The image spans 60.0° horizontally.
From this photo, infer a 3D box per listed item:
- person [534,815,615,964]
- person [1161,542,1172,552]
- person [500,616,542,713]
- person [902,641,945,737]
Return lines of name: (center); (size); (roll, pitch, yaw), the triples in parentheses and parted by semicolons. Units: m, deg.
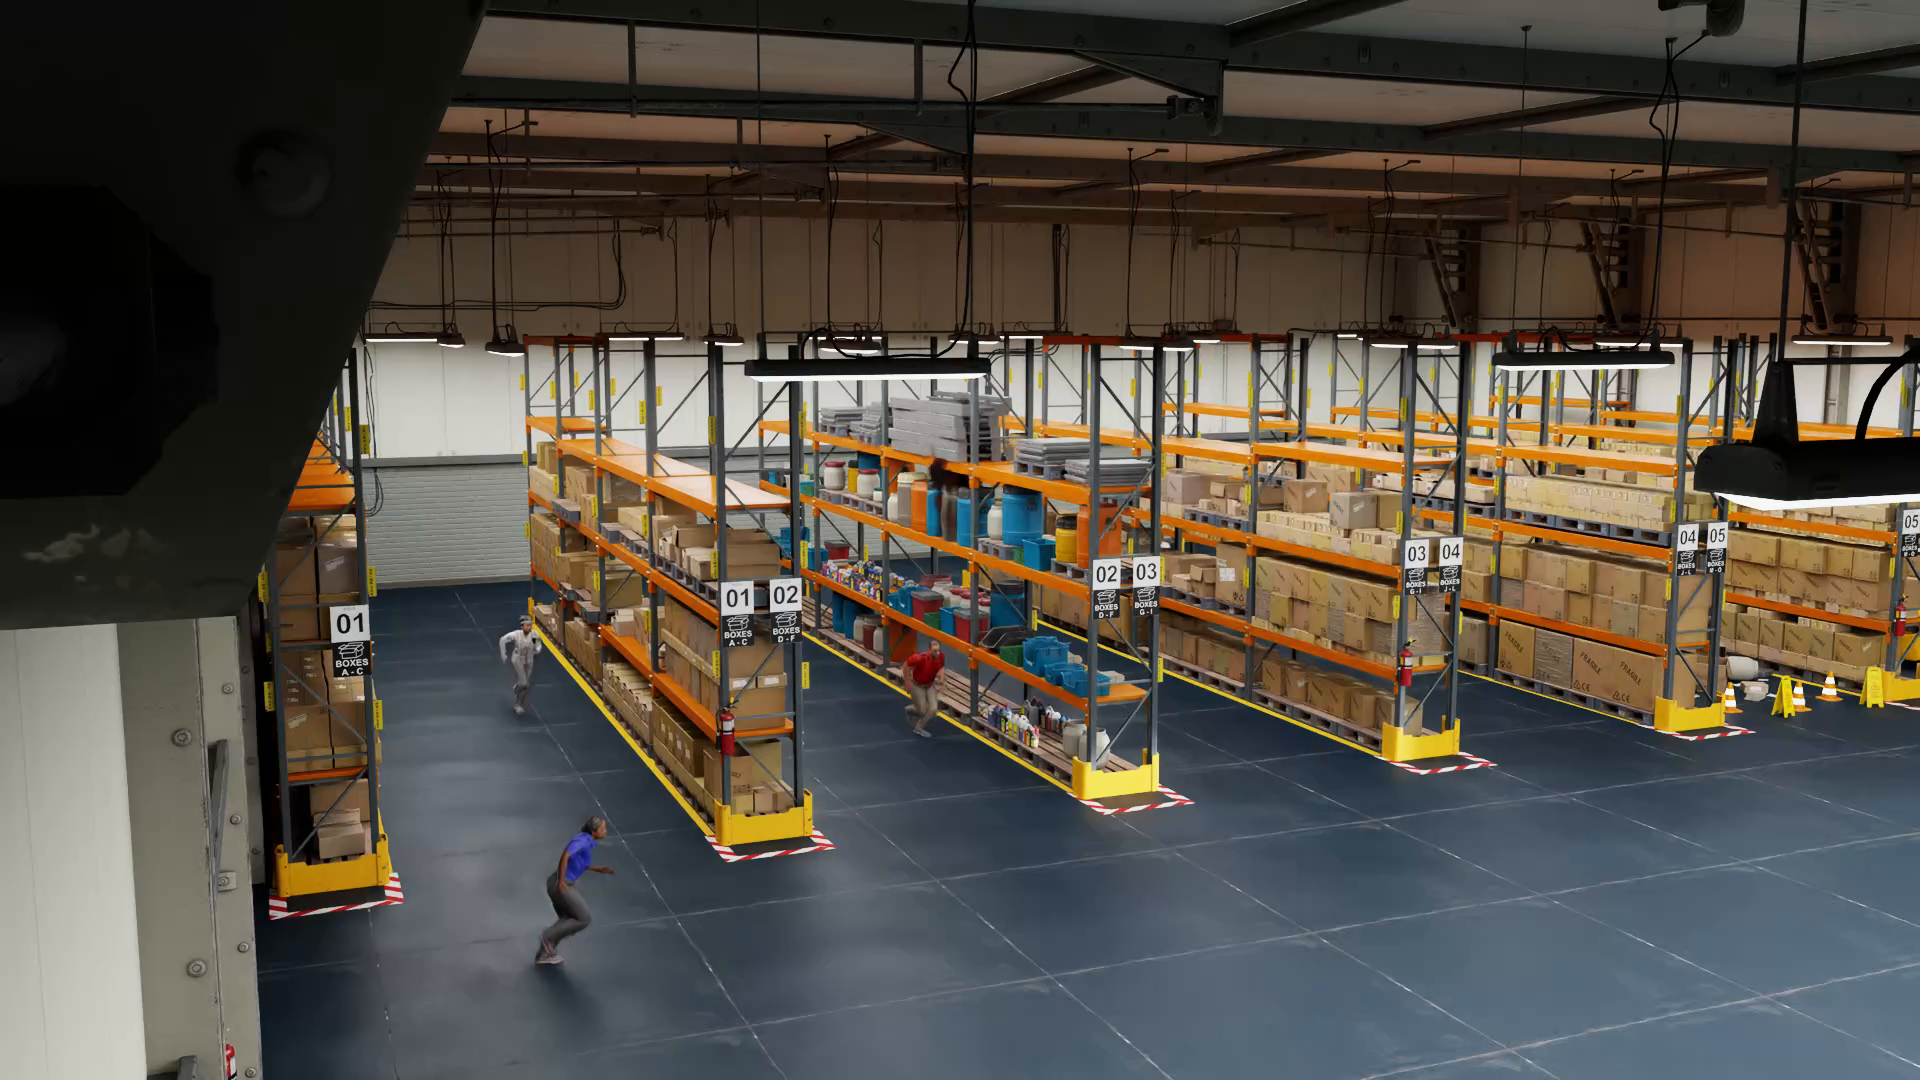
person: (-3.786, 3.448, 16.302); (0.799, 1.484, 0.606); (-2, 8, -12)
person: (4.210, 0.884, 34.716); (0.714, 1.719, 0.643); (-5, 9, -35)
person: (-7.000, 1.999, 26.681); (0.615, 1.613, 0.667); (-6, 10, -38)
person: (-0.585, 2.243, 25.207); (0.683, 1.539, 0.889); (-5, 9, -33)
